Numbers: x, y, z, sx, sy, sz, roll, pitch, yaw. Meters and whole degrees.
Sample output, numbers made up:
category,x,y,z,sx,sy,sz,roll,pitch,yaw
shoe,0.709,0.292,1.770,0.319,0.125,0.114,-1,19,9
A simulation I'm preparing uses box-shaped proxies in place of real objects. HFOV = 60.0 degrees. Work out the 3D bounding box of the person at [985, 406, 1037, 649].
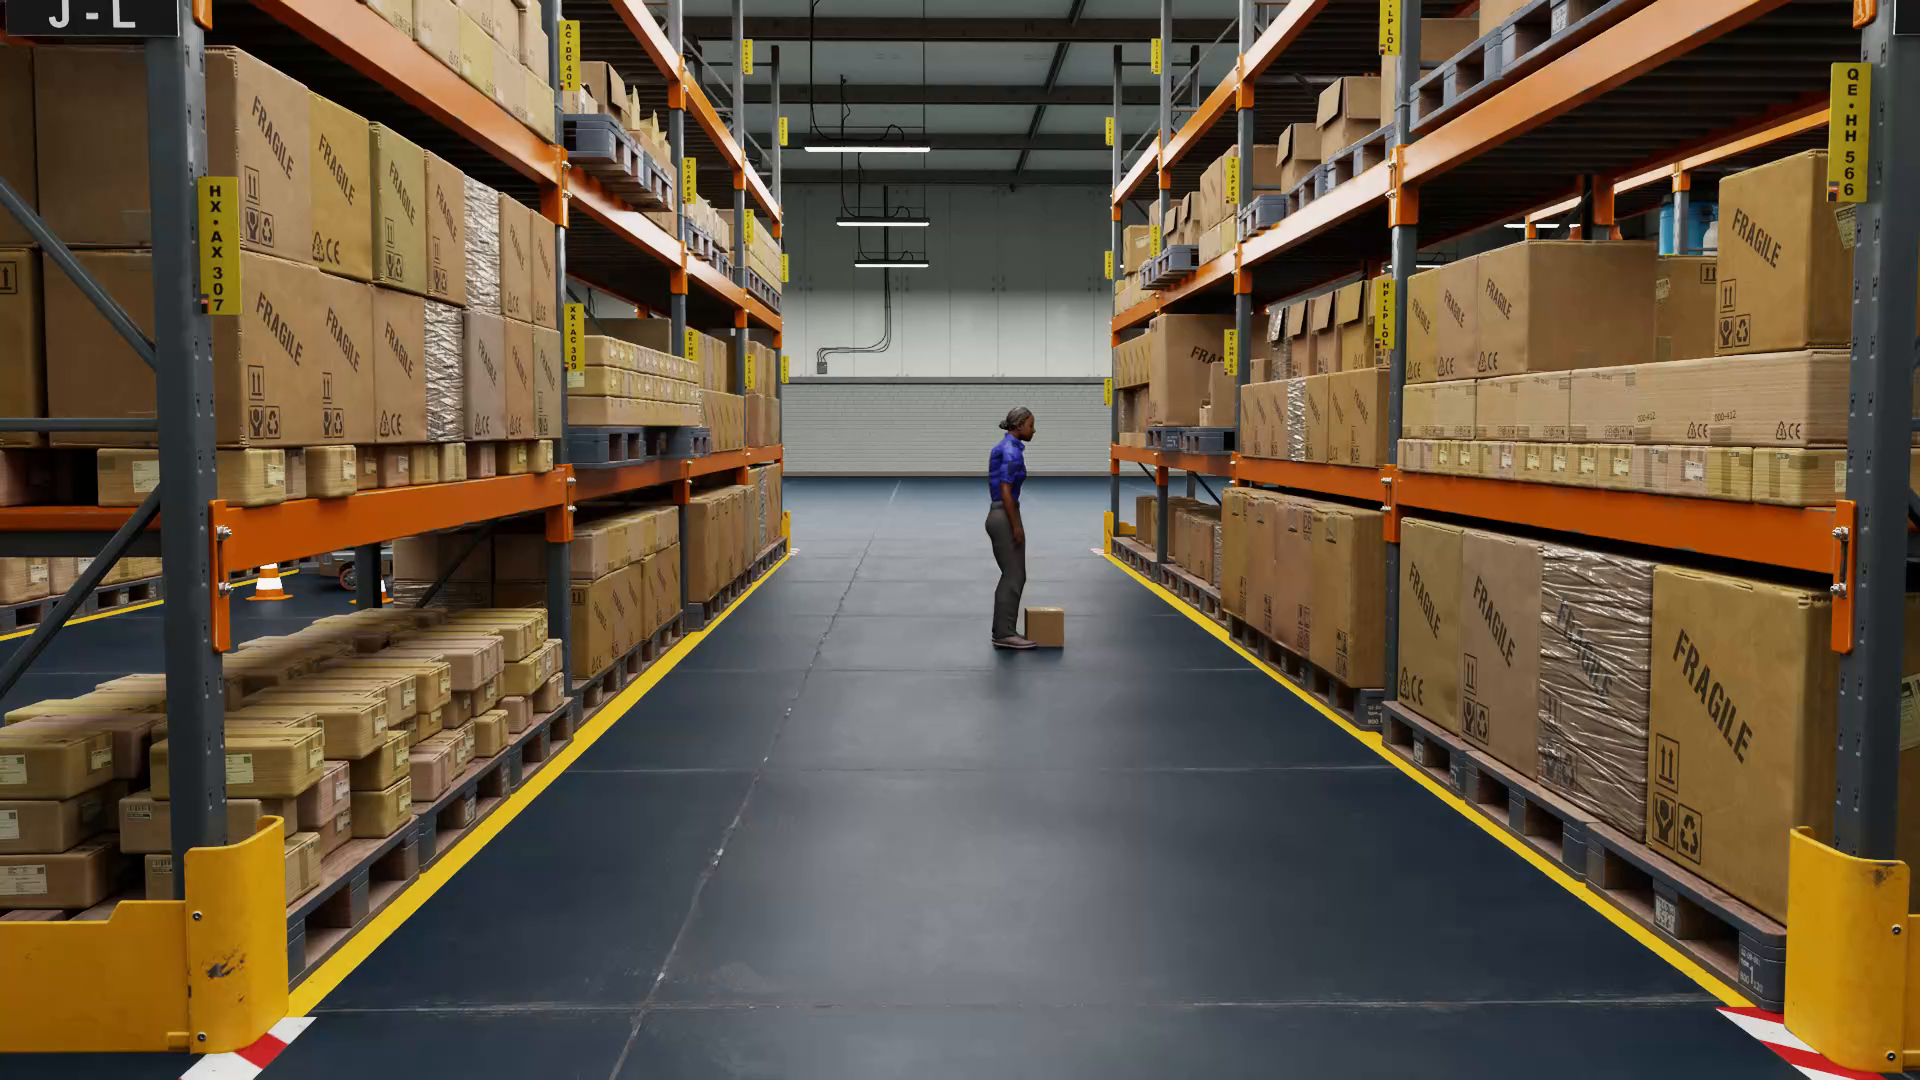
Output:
category,x,y,z,sx,sy,sz,roll,pitch,yaw
person,0.349,-0.097,11.465,0.346,1.655,0.506,0,4,-1
